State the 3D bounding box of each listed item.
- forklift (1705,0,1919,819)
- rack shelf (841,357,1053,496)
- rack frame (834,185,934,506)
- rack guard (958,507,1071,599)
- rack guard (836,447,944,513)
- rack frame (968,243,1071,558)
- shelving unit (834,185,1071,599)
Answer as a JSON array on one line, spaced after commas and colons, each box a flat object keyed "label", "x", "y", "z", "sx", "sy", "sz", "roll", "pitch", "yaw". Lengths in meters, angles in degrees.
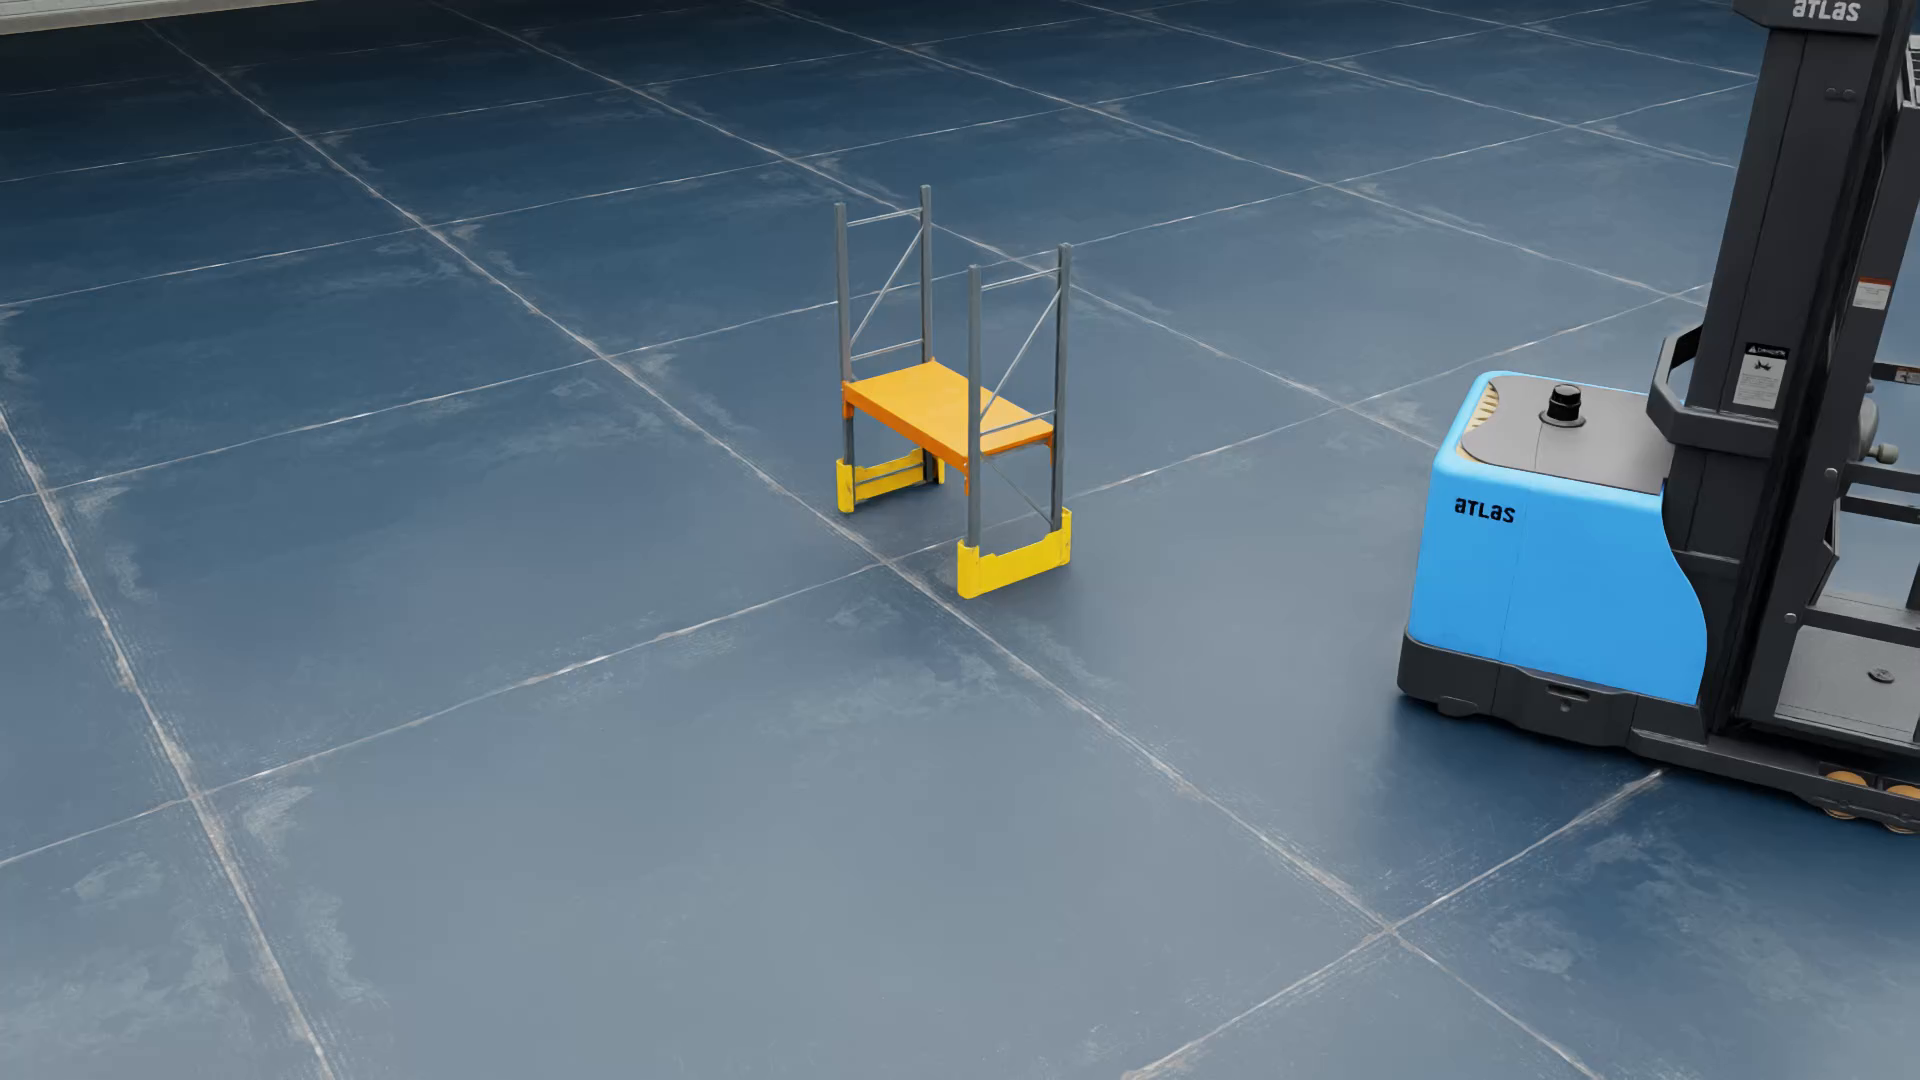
[{"label": "forklift", "x": 3.278, "y": -0.543, "z": 5.679, "sx": 3.031, "sy": 2.935, "sz": 1.121, "roll": 13, "pitch": 31, "yaw": 22}, {"label": "rack shelf", "x": -0.049, "y": -0.534, "z": 7.539, "sx": 0.538, "sy": 0.185, "sz": 1.000, "roll": -19, "pitch": 34, "yaw": -31}, {"label": "rack frame", "x": -0.344, "y": -0.890, "z": 7.817, "sx": 0.500, "sy": 1.500, "sz": 0.032, "roll": -19, "pitch": 34, "yaw": -31}, {"label": "rack guard", "x": 0.245, "y": 0.054, "z": 7.388, "sx": 0.587, "sy": 0.250, "sz": 0.087, "roll": -19, "pitch": 34, "yaw": -31}, {"label": "rack guard", "x": -0.333, "y": -0.333, "z": 8.101, "sx": 0.587, "sy": 0.250, "sz": 0.087, "roll": -19, "pitch": 34, "yaw": -31}, {"label": "rack frame", "x": 0.245, "y": -0.495, "z": 7.089, "sx": 0.500, "sy": 1.500, "sz": 0.032, "roll": -19, "pitch": 34, "yaw": -31}, {"label": "shelving unit", "x": -0.044, "y": -0.689, "z": 7.447, "sx": 0.587, "sy": 1.500, "sz": 1.083, "roll": -19, "pitch": 34, "yaw": -31}]
